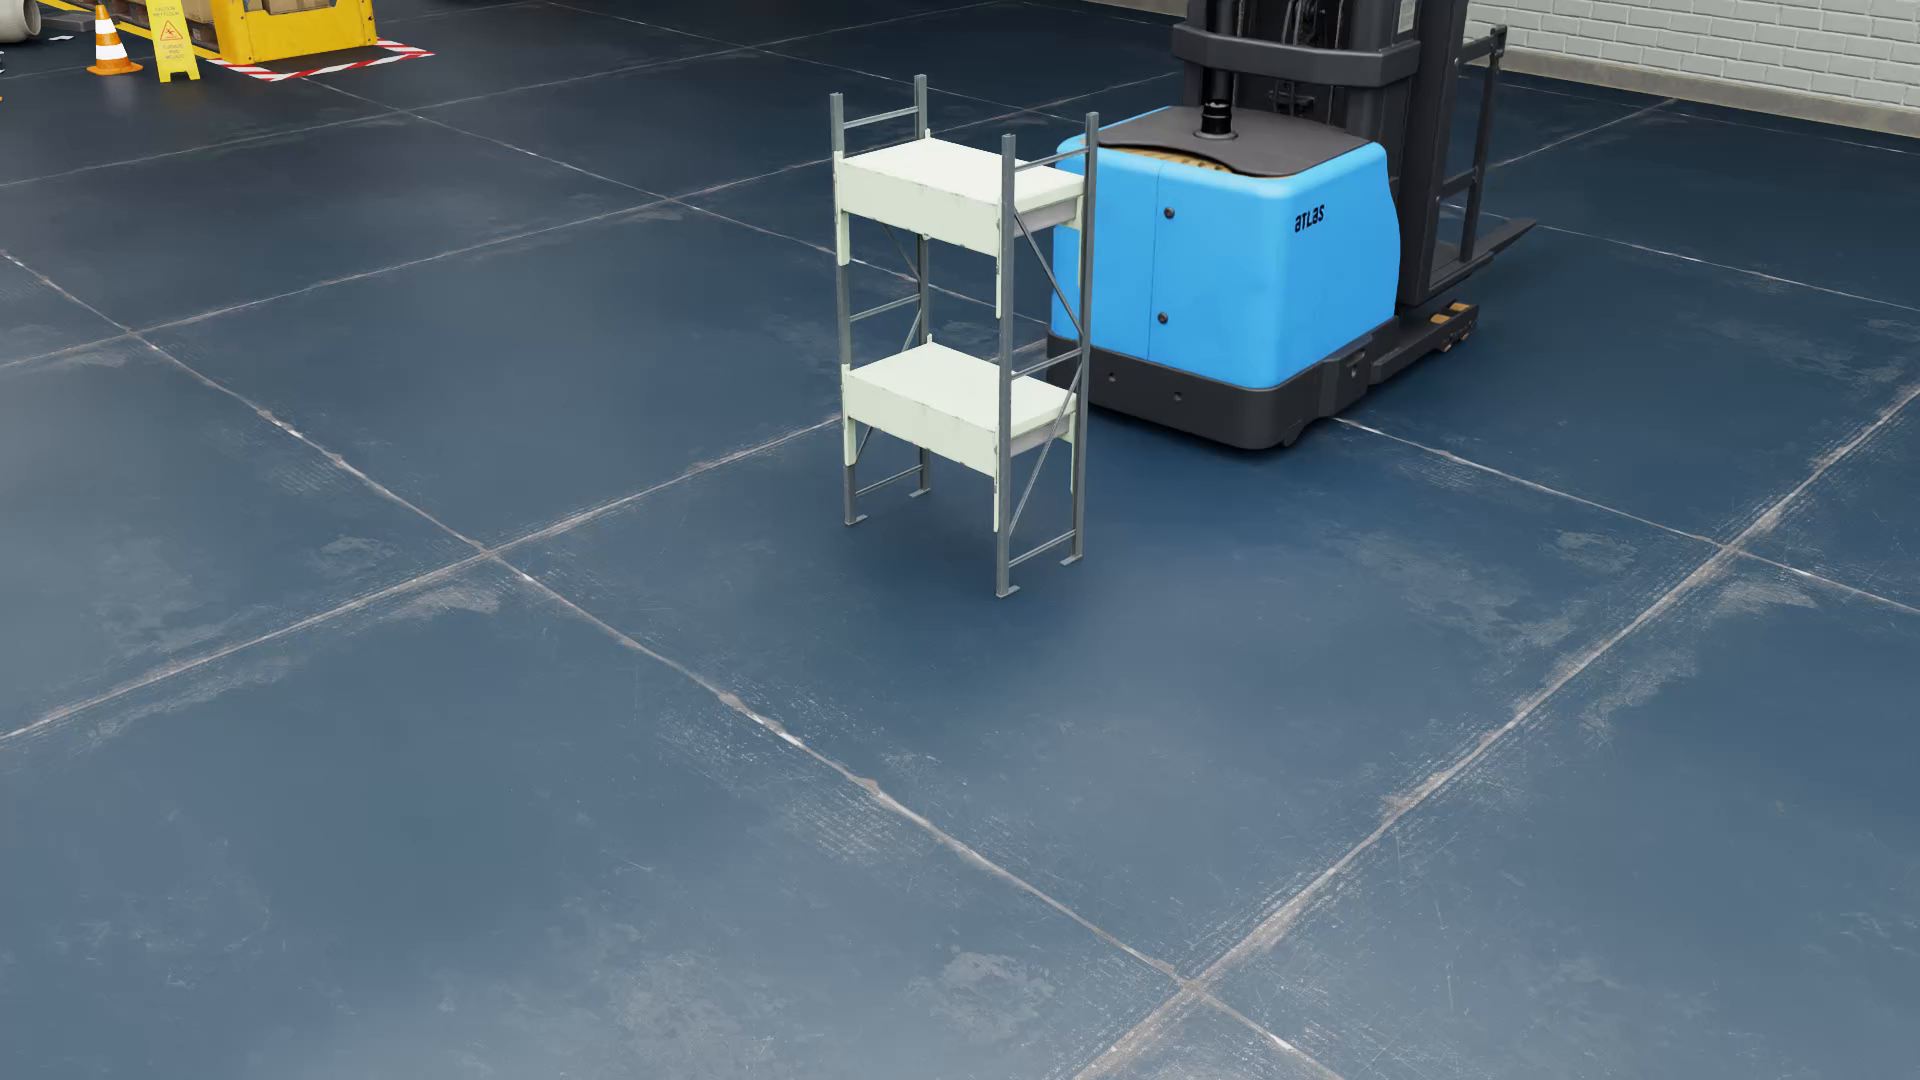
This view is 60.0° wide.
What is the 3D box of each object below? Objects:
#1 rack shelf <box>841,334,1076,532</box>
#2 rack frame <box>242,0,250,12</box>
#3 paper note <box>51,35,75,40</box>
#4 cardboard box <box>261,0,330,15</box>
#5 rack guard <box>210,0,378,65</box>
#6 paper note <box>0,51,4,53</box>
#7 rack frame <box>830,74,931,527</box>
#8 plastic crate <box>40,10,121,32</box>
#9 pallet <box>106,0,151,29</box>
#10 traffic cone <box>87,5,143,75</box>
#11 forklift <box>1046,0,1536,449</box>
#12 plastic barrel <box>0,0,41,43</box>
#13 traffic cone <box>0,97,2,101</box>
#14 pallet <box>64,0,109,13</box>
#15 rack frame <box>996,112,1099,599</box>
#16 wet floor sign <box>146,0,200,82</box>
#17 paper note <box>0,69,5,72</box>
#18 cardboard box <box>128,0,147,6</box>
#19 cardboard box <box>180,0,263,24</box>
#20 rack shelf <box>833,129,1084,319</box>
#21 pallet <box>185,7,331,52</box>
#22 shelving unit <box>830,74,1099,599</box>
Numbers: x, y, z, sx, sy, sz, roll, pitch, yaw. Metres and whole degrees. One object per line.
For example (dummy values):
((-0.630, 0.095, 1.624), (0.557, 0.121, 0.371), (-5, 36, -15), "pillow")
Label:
((0.005, -0.373, 5.549), (0.720, 0.370, 0.431), (25, 36, 38), "rack shelf")
((-5.112, -5.138, 12.298), (0.127, 3.000, 1.000), (25, 36, 38), "rack frame")
((-7.270, -4.071, 13.459), (0.148, 0.019, 0.142), (12, 30, 22), "paper note")
((-5.494, -4.462, 13.516), (0.500, 0.250, 0.500), (24, 36, 38), "cardboard box")
((-5.167, -4.056, 12.927), (0.348, 0.500, 1.175), (25, 36, 38), "rack guard")
((-7.502, -3.812, 12.989), (0.123, 0.001, 0.032), (25, 36, 38), "paper note")
((-0.256, -0.781, 5.624), (0.023, 1.500, 0.400), (25, 36, 38), "rack frame")
((-7.420, -4.366, 13.968), (0.583, 0.080, 0.402), (12, 30, 22), "plastic crate")
((-6.587, -4.603, 14.278), (1.213, 0.211, 1.003), (25, 36, 38), "pallet")
((-6.323, -3.727, 12.341), (0.334, 0.463, 0.336), (25, 36, 38), "traffic cone")
((1.670, -2.253, 6.886), (1.130, 2.935, 3.031), (21, 34, 34), "forklift")
((-7.647, -4.169, 13.224), (0.512, 0.421, 0.421), (-3, 28, -5), "plastic barrel")
((-6.859, -3.248, 11.430), (0.334, 0.463, 0.336), (25, 36, 38), "traffic cone")
((-7.461, -5.001, 15.035), (1.213, 0.211, 1.003), (25, 36, 38), "pallet")
((0.266, -0.542, 5.170), (0.023, 1.500, 0.400), (25, 36, 38), "rack frame")
((-5.727, -3.679, 12.053), (0.267, 0.644, 0.232), (-13, 30, -22), "wet floor sign")
((-7.182, -3.472, 12.319), (0.142, 0.019, 0.148), (12, 30, 22), "paper note")
((-6.618, -4.622, 13.820), (0.500, 0.250, 0.500), (23, 35, 37), "cardboard box")
((-5.895, -4.289, 13.187), (0.500, 0.250, 0.500), (24, 36, 38), "cardboard box")
((0.005, -1.007, 5.215), (0.720, 0.370, 0.431), (25, 36, 38), "rack shelf")
((-5.721, -4.205, 13.521), (1.213, 0.211, 1.003), (25, 36, 38), "pallet")
((0.005, -0.662, 5.397), (0.755, 1.500, 0.431), (25, 36, 38), "shelving unit")
